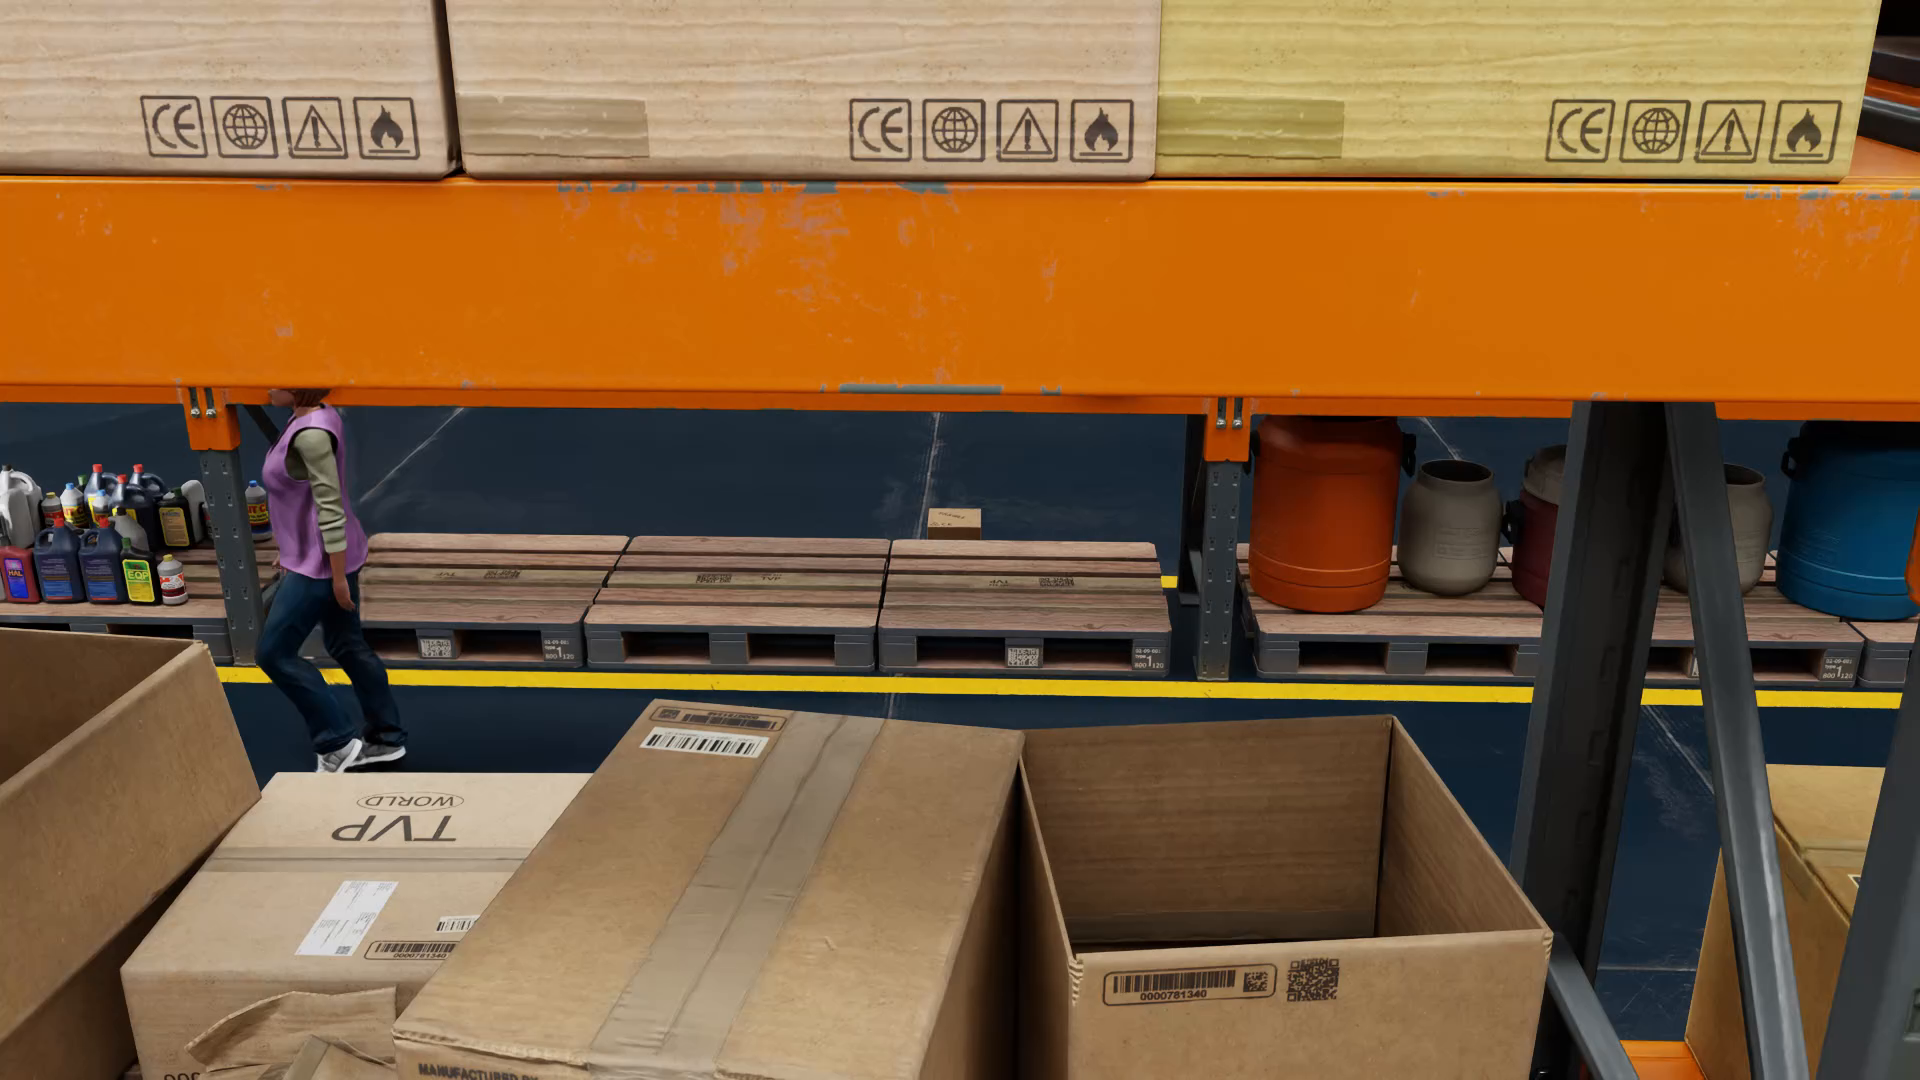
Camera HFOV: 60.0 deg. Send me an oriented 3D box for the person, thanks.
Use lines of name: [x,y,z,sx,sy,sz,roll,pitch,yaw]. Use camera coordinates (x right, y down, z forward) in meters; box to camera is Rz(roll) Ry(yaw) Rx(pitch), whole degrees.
person: [-2.250,0.103,5.811,0.427,1.628,0.419,-5,22,-12]
